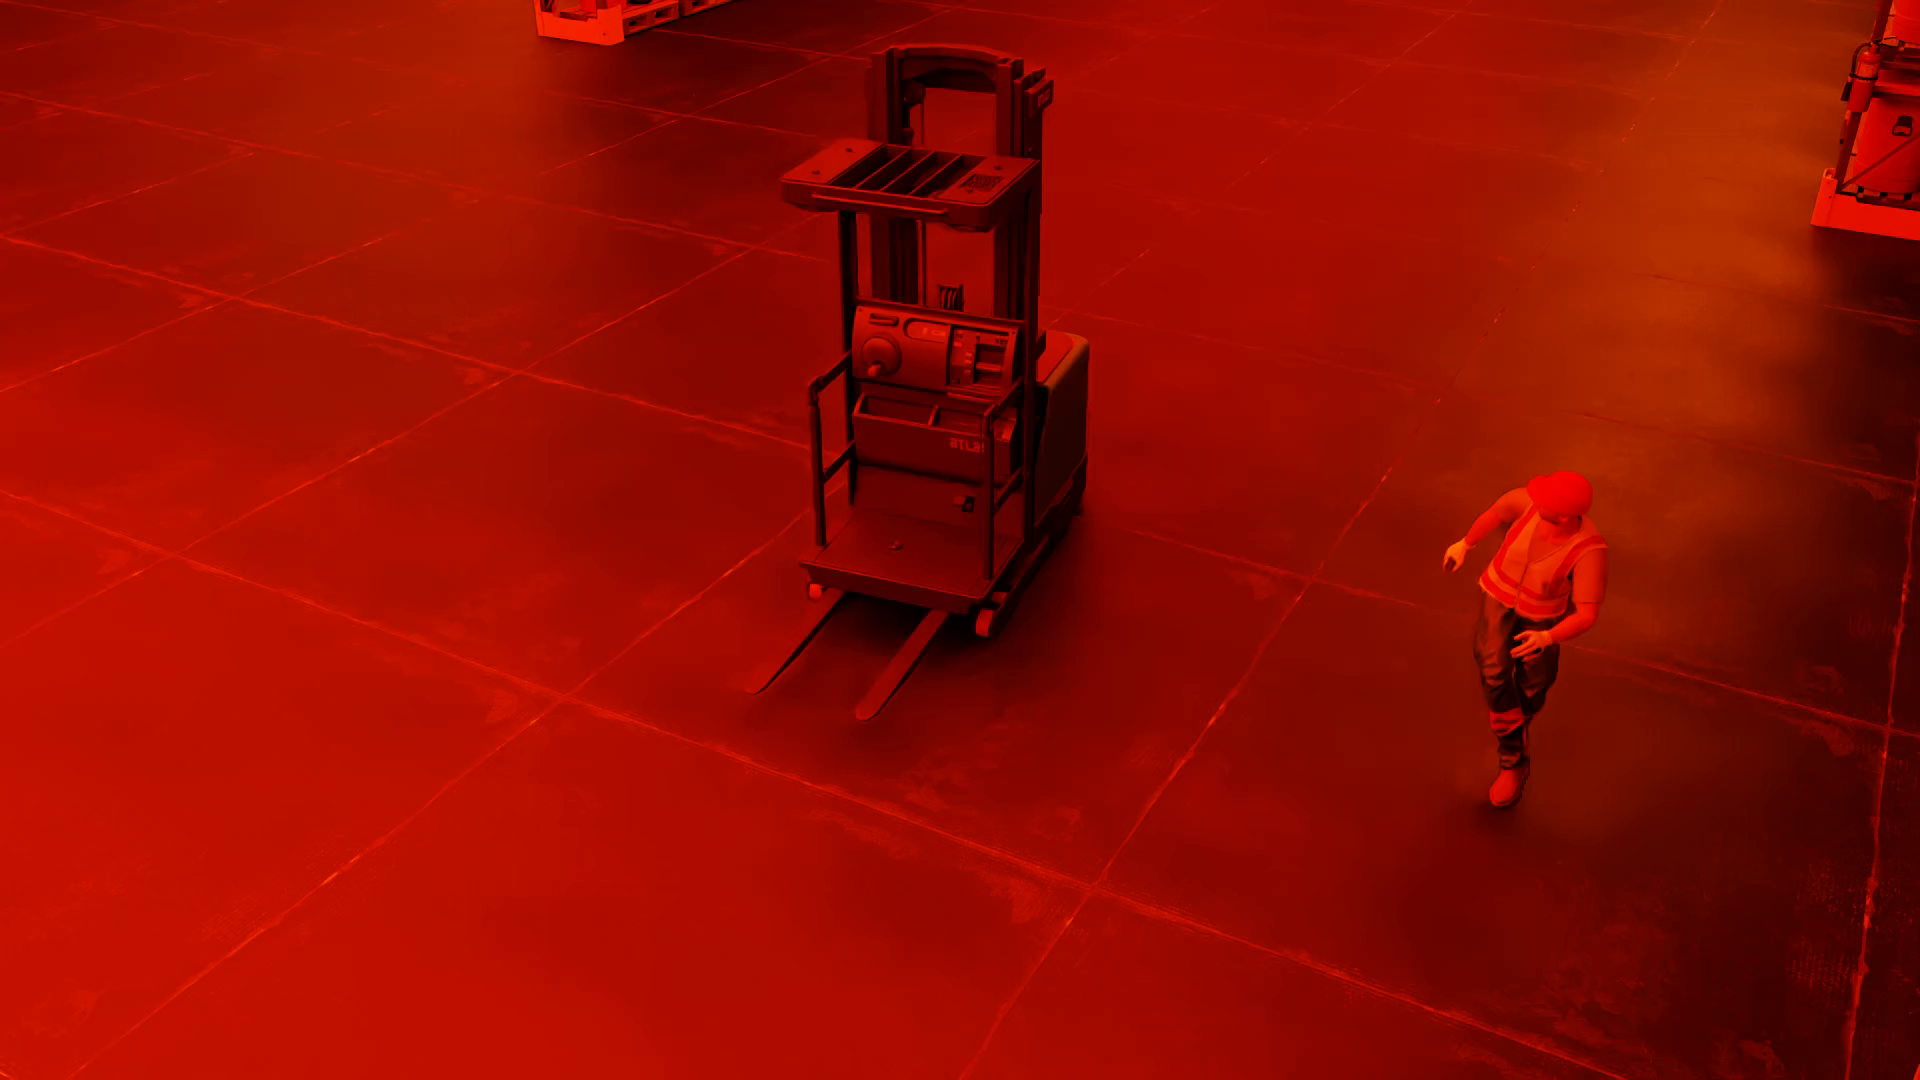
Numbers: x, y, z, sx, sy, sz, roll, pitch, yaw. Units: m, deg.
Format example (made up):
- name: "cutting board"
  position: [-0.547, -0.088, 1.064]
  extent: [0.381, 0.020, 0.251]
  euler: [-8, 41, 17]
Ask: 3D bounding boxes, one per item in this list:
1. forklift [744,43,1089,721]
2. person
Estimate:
- name: "forklift"
  position: [-0.215, -0.968, 8.747]
  extent: [1.130, 2.935, 3.031]
  euler: [11, 32, 18]
- name: "person"
  position: [2.565, 0.360, 7.779]
  extent: [0.785, 1.610, 0.814]
  euler: [15, 33, 25]
